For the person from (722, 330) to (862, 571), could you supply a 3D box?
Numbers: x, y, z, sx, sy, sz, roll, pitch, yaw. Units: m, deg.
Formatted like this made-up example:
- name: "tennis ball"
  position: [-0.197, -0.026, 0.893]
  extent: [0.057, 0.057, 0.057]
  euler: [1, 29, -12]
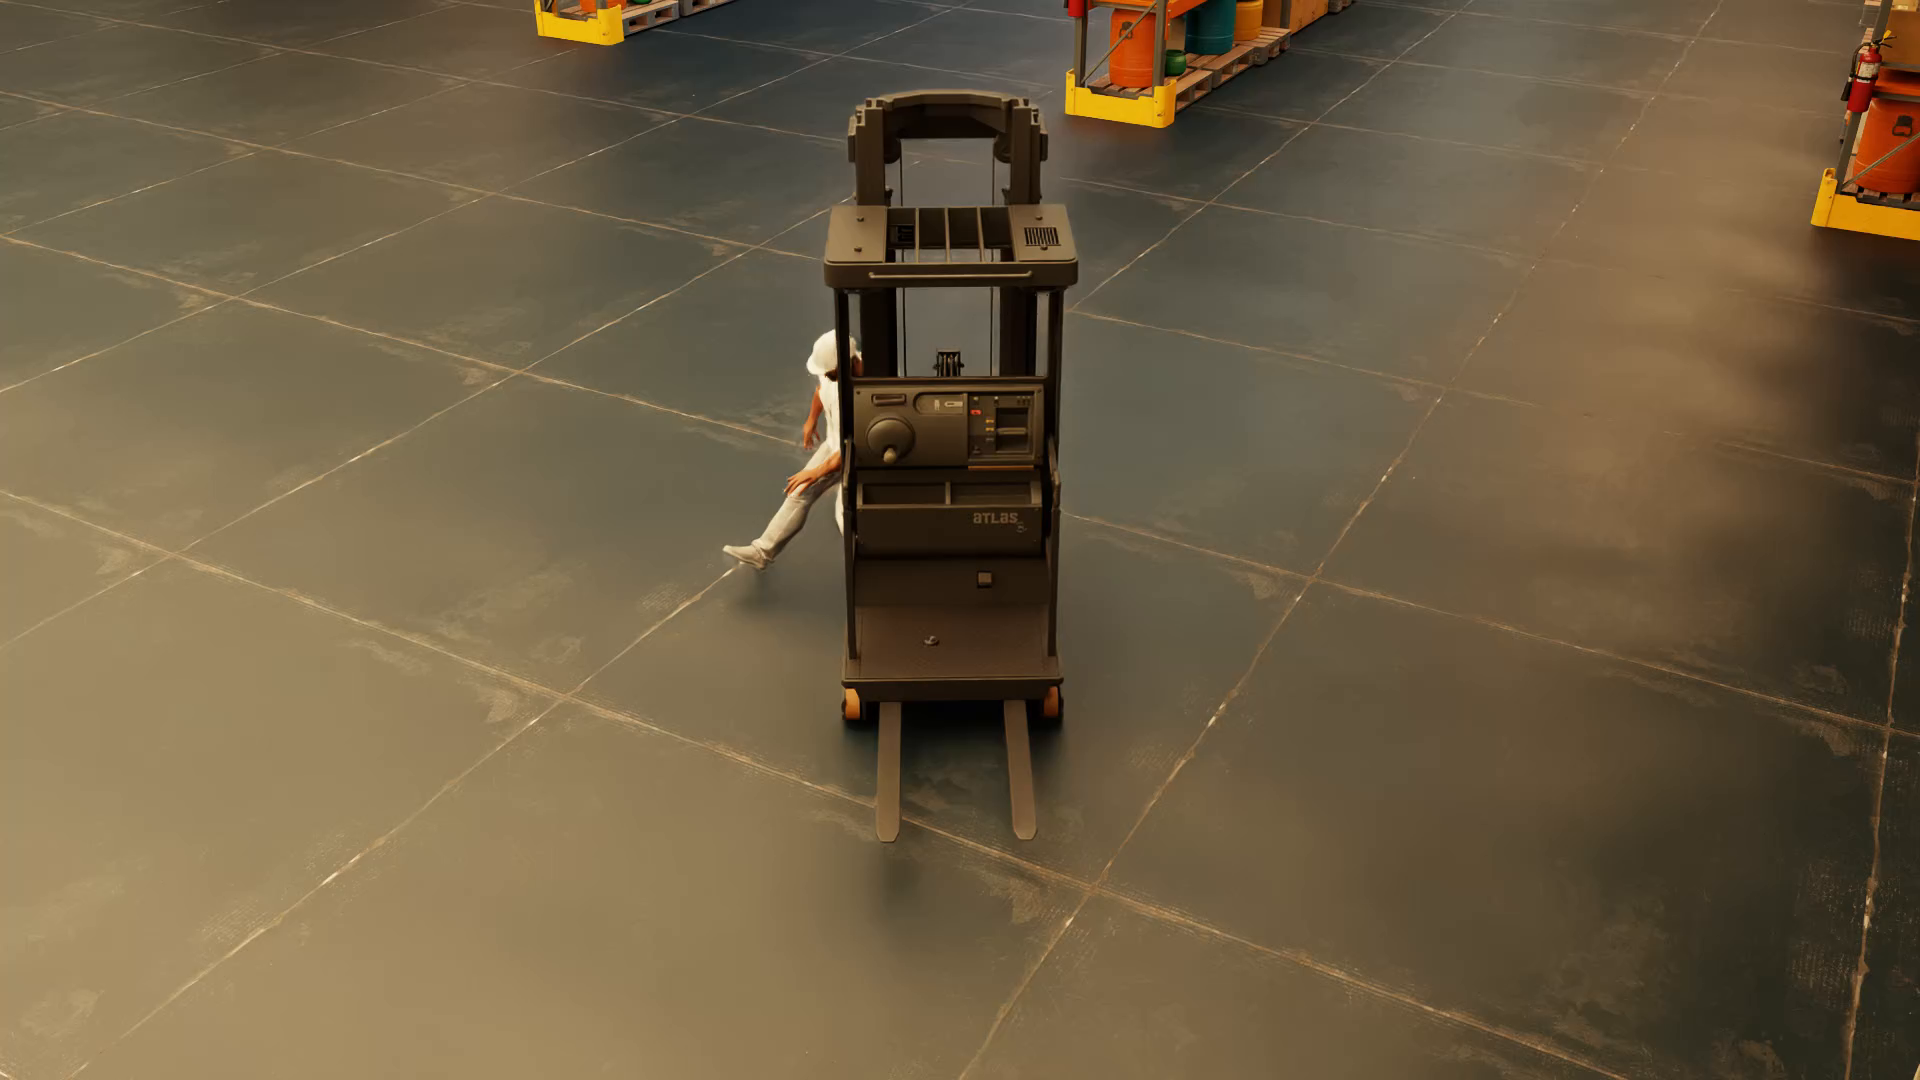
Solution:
- name: "person"
  position: [-0.766, -0.418, 9.117]
  extent: [0.965, 1.551, 0.970]
  euler: [-16, 33, -25]

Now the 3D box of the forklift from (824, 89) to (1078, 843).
- name: "forklift"
  position: [-0.047, -0.516, 7.965]
  extent: [1.130, 2.935, 3.031]
  euler: [-1, 30, -1]
